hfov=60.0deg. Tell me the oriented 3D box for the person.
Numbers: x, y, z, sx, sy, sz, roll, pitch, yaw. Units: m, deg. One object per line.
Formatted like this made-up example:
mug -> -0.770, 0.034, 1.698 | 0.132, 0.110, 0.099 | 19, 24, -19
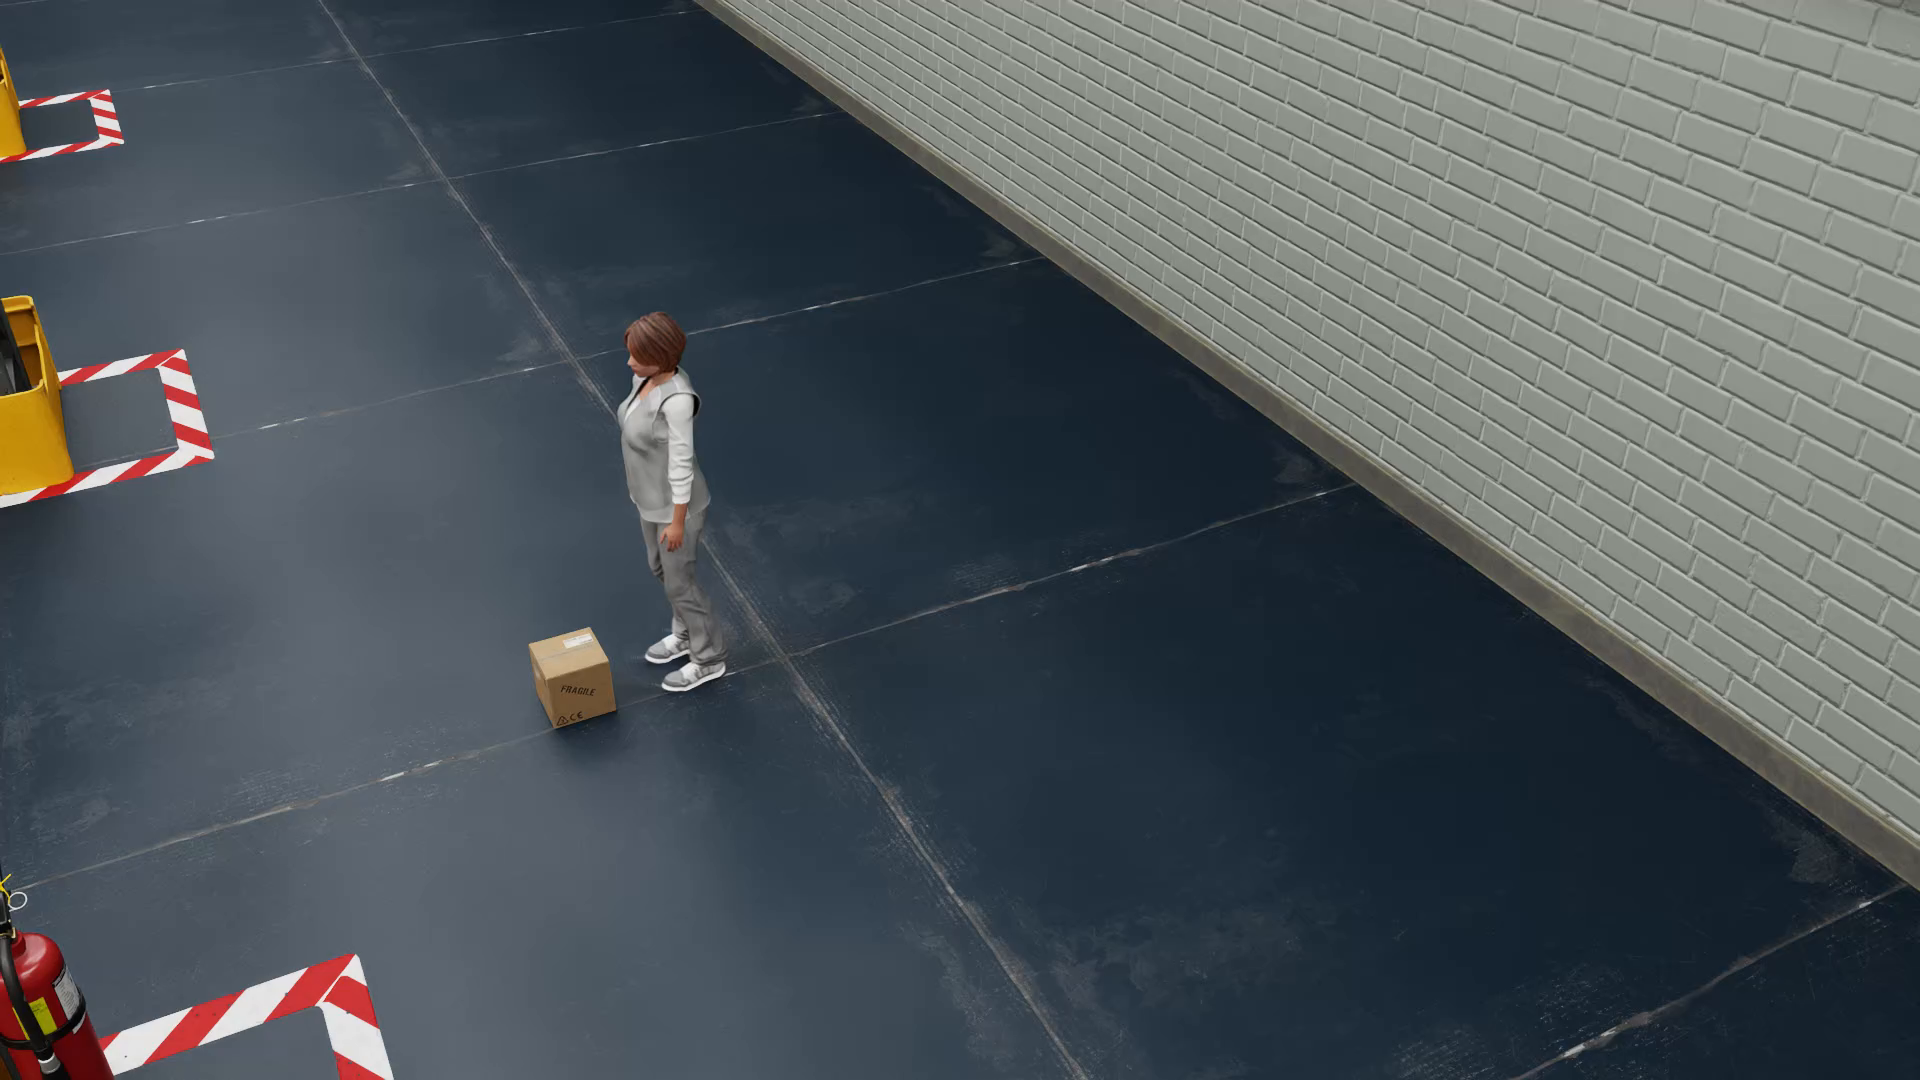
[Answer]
person -> -1.106, -0.115, 6.364 | 0.300, 1.555, 0.405 | -15, 36, -22
